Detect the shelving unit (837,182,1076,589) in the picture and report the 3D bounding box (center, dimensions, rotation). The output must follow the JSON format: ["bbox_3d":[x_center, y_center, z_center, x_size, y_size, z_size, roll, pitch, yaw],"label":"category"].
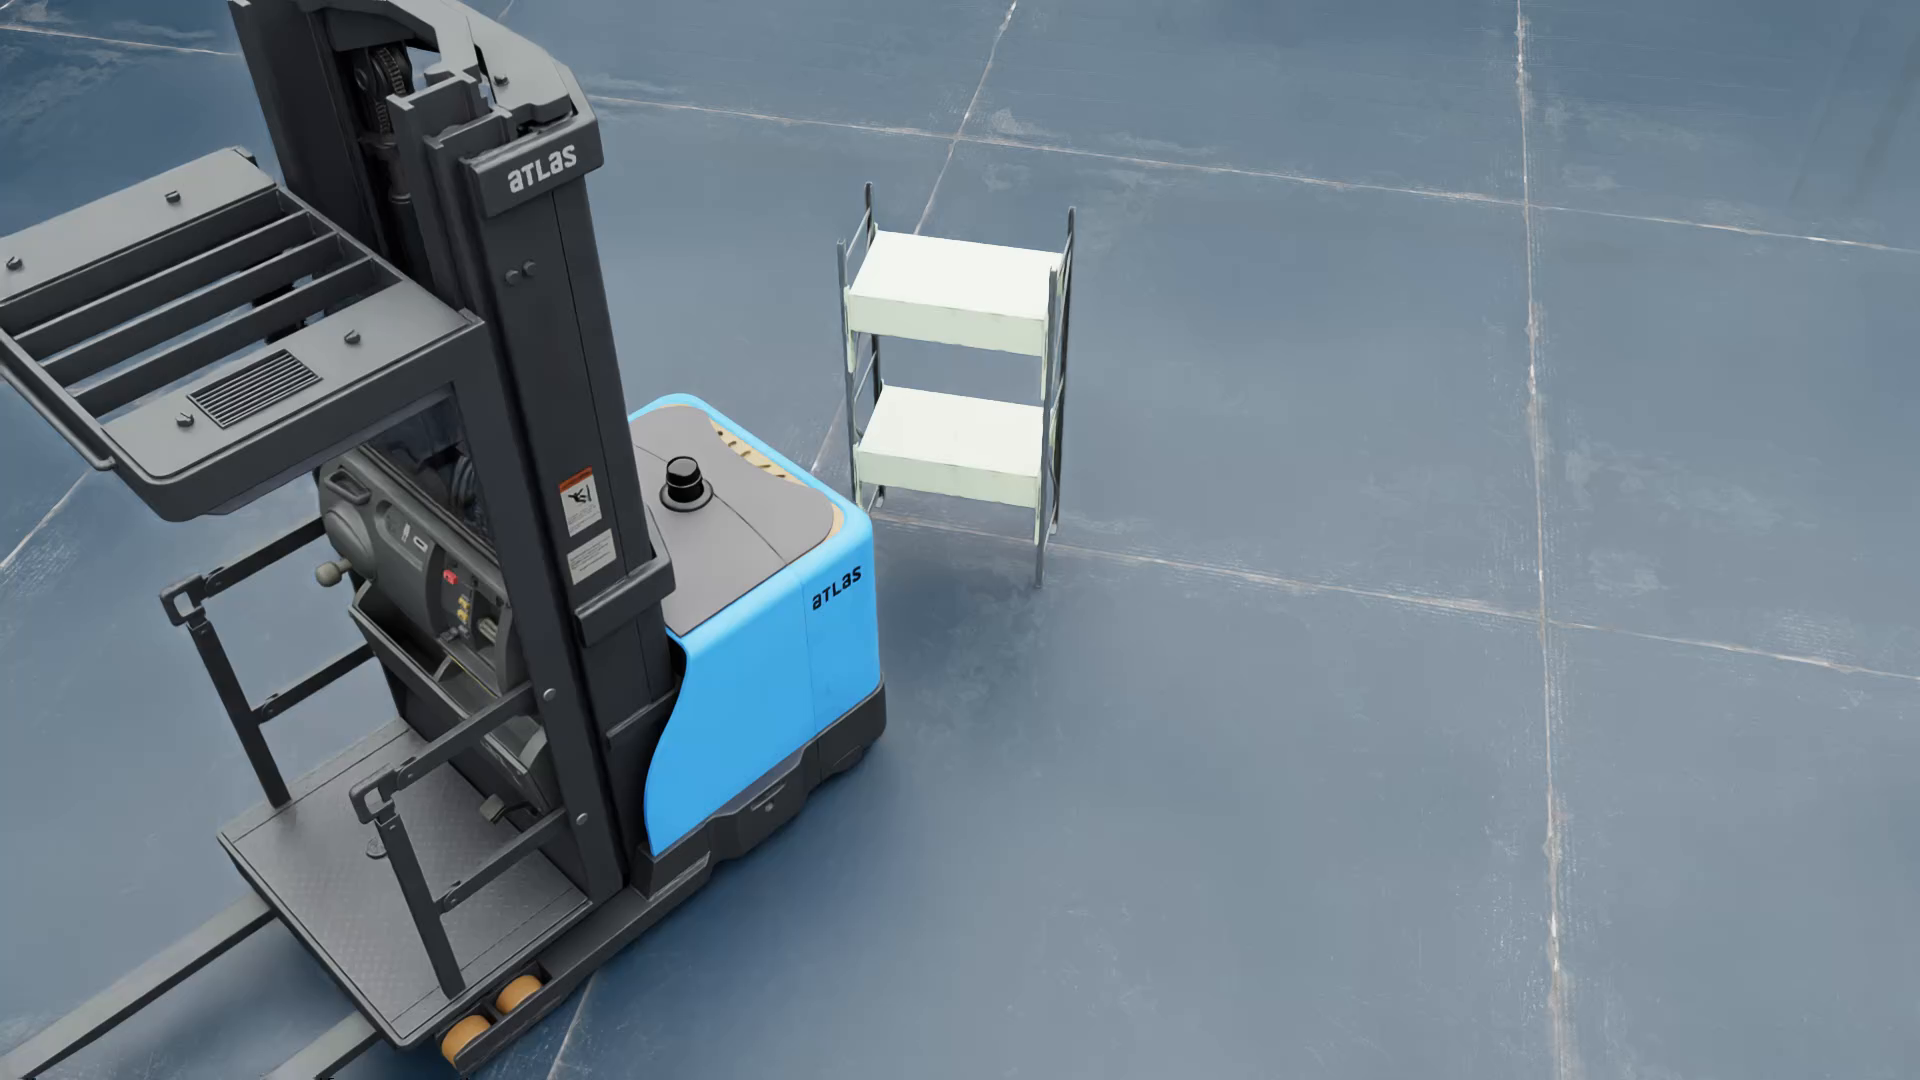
[{"bbox_3d":[-0.007,-0.541,6.231,0.755,1.500,0.431,9,45,9],"label":"shelving unit"}]

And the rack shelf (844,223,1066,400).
[{"bbox_3d":[-0.007,-0.823,5.960,0.720,0.370,0.431,9,45,9],"label":"rack shelf"}]

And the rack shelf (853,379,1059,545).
[{"bbox_3d":[-0.007,-0.306,6.457,0.720,0.370,0.431,9,45,9],"label":"rack shelf"}]

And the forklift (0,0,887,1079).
[{"bbox_3d":[-1.649,0.151,4.480,1.130,2.935,3.031,34,53,30],"label":"forklift"}]

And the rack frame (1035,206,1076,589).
[{"bbox_3d":[0.351,-0.486,6.173,0.023,1.500,0.400,9,45,9],"label":"rack frame"}]

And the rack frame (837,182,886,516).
[{"bbox_3d":[-0.364,-0.597,6.289,0.023,1.500,0.400,9,45,9],"label":"rack frame"}]
